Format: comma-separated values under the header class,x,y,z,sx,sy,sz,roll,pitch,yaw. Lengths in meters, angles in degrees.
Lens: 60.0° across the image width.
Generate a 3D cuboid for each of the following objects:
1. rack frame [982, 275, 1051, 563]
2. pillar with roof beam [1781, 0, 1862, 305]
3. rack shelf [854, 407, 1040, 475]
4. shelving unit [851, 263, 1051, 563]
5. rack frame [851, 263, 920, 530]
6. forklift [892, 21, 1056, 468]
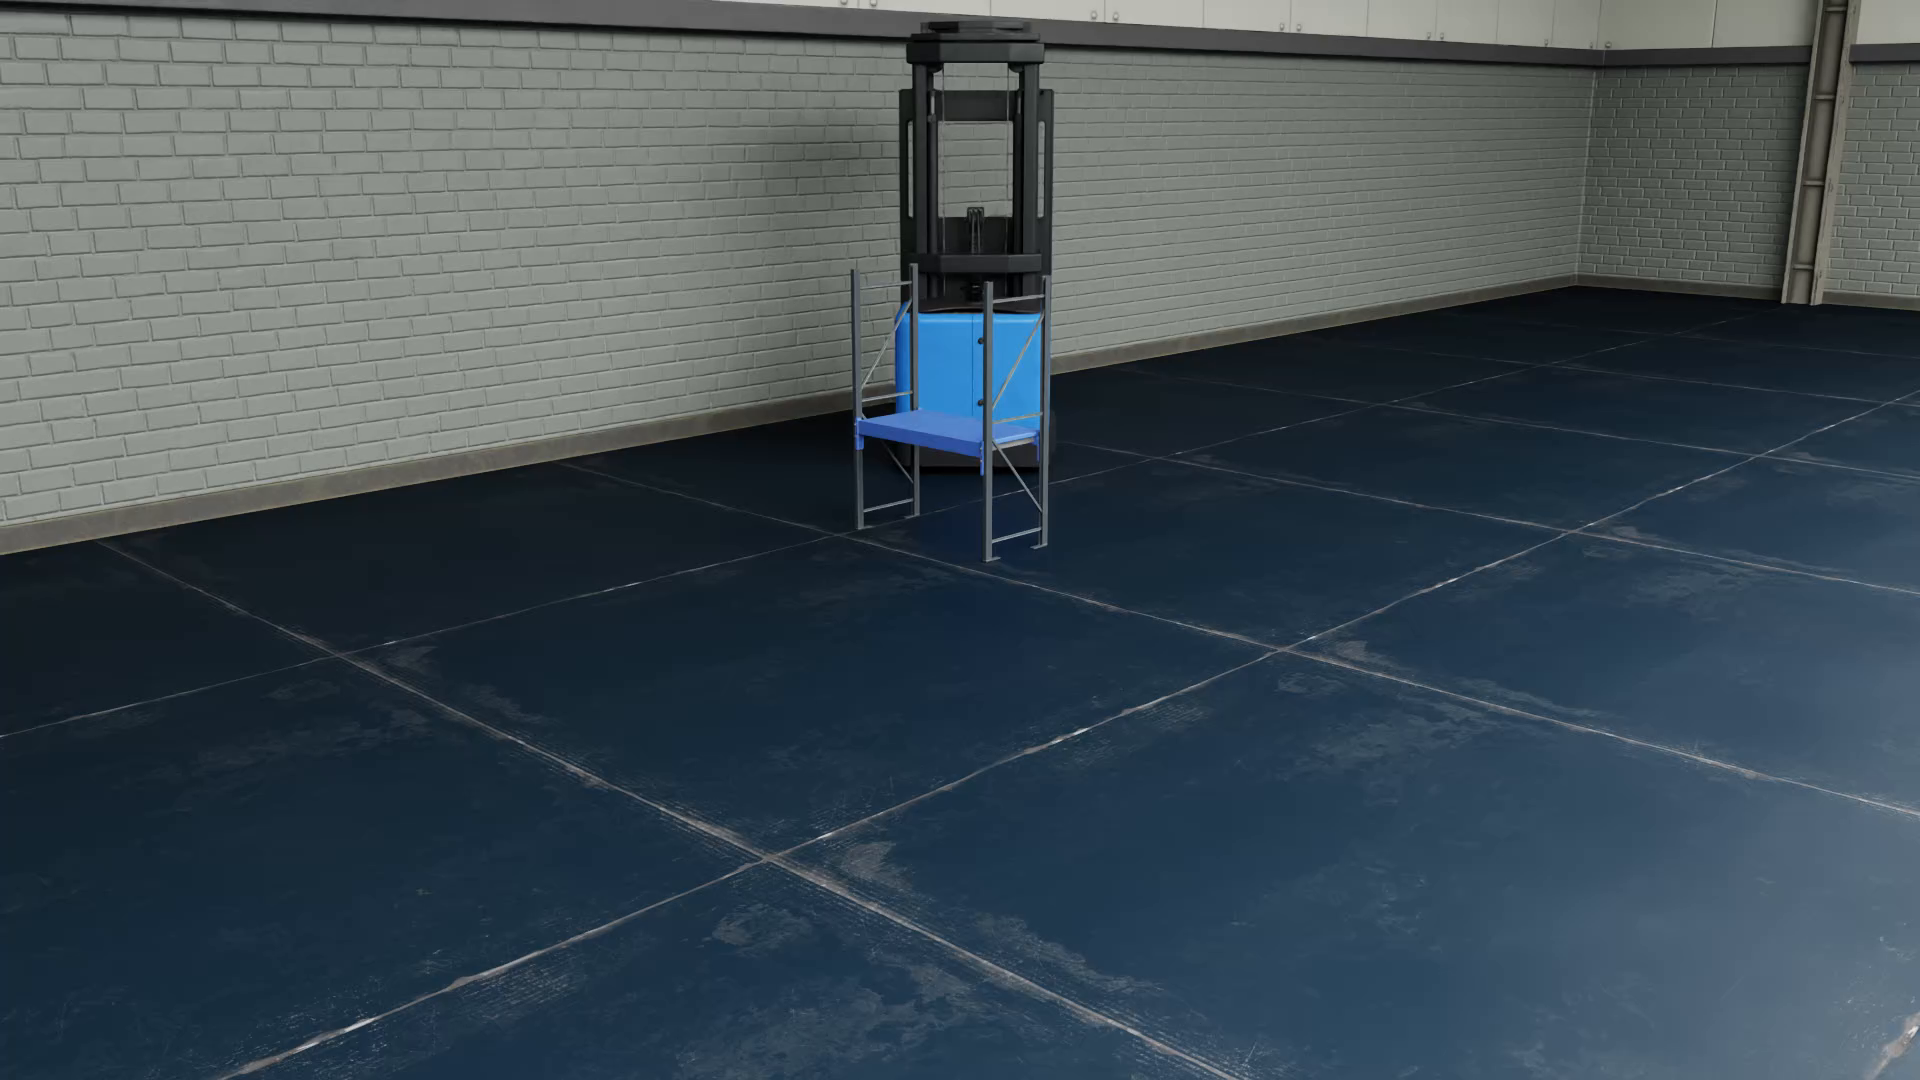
class,x,y,z,sx,sy,sz,roll,pitch,yaw
rack frame,0.305,-0.652,8.959,0.032,1.500,0.500,14,20,42
pillar with roof beam,7.542,-6.538,16.677,0.400,9.000,9.100,14,20,42
rack shelf,-0.061,-0.567,9.346,1.000,0.185,0.538,14,20,42
shelving unit,-0.061,-0.741,9.300,1.048,1.500,0.538,14,20,42
rack frame,-0.427,-0.830,9.642,0.032,1.500,0.500,14,20,42
forklift,0.122,-2.213,12.114,1.130,2.935,3.031,0,15,2
